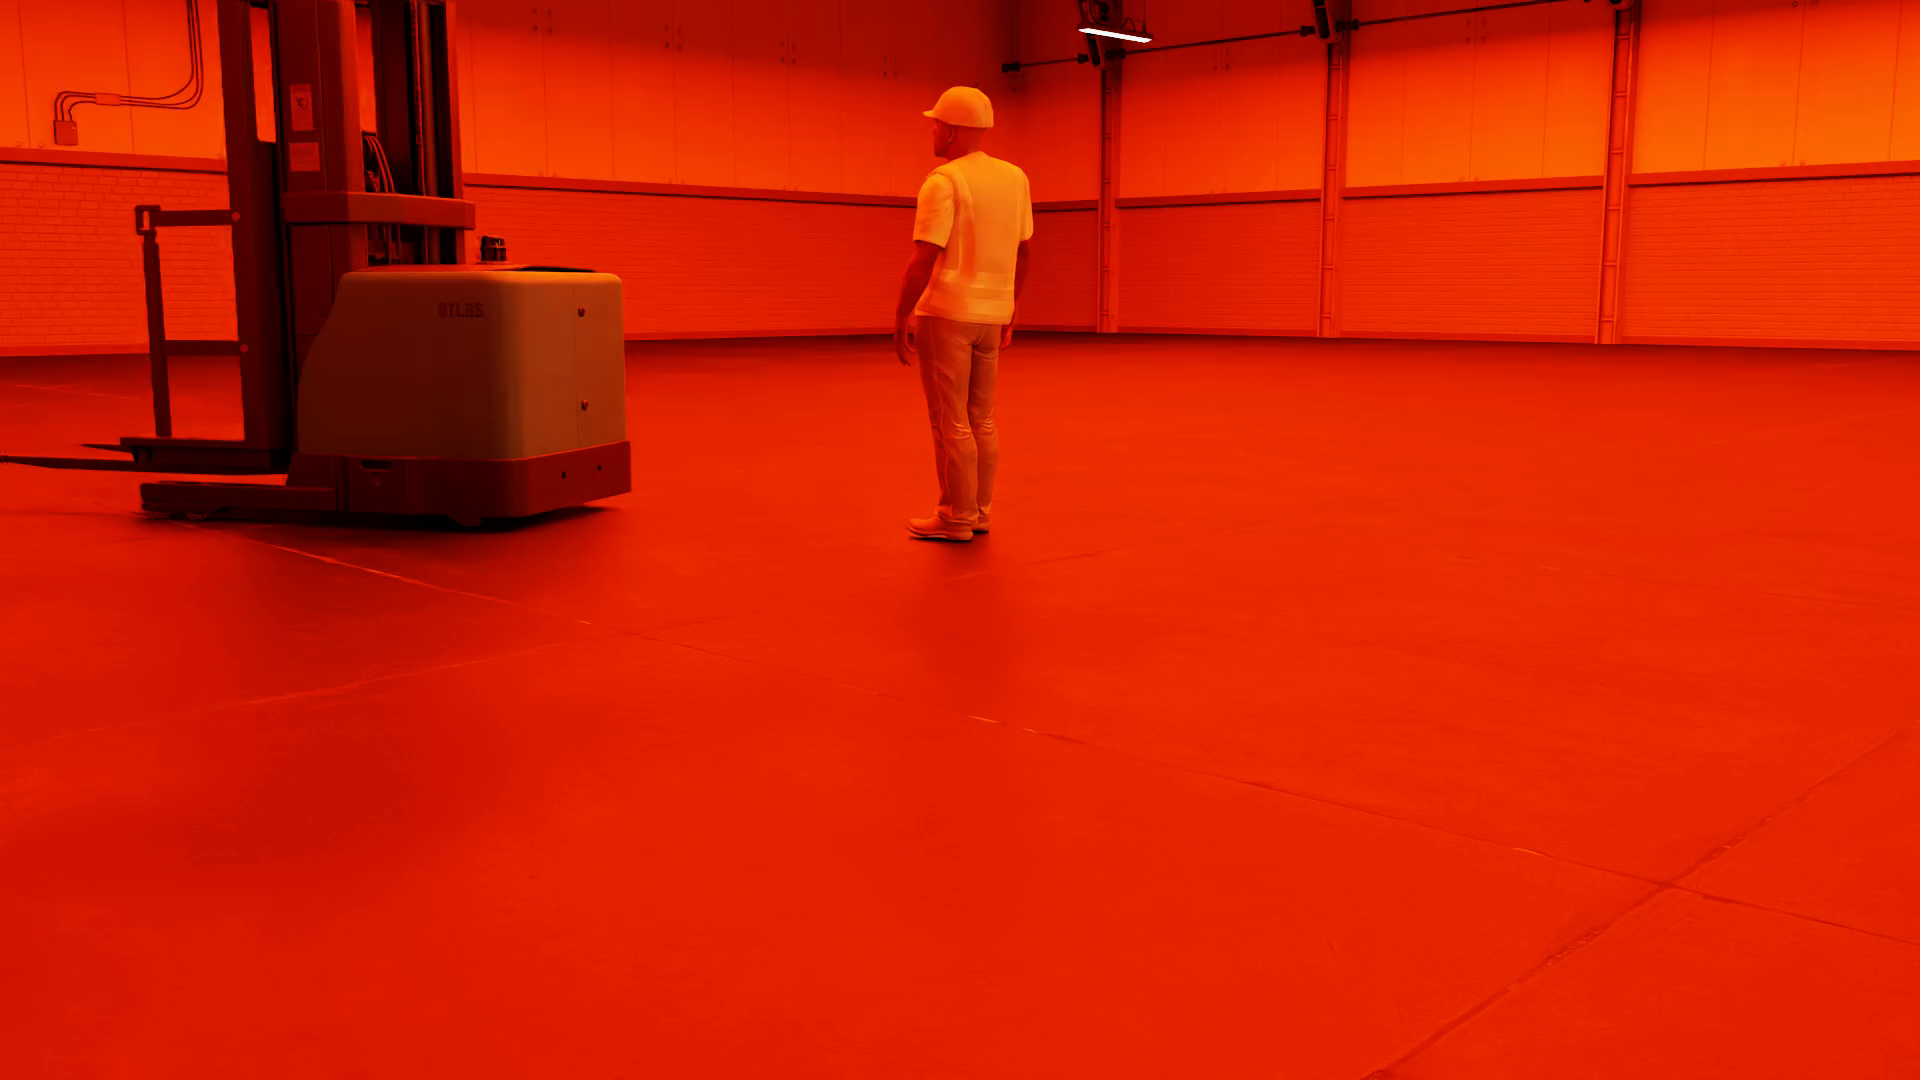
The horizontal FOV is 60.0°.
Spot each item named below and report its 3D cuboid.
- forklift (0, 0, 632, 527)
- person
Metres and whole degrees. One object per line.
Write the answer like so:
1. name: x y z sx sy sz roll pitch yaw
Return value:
1. forklift: -3.102 -1.606 7.541 3.031 2.935 1.130 3 9 17
2. person: -0.046 -0.889 6.637 0.575 1.768 0.665 8 12 43
